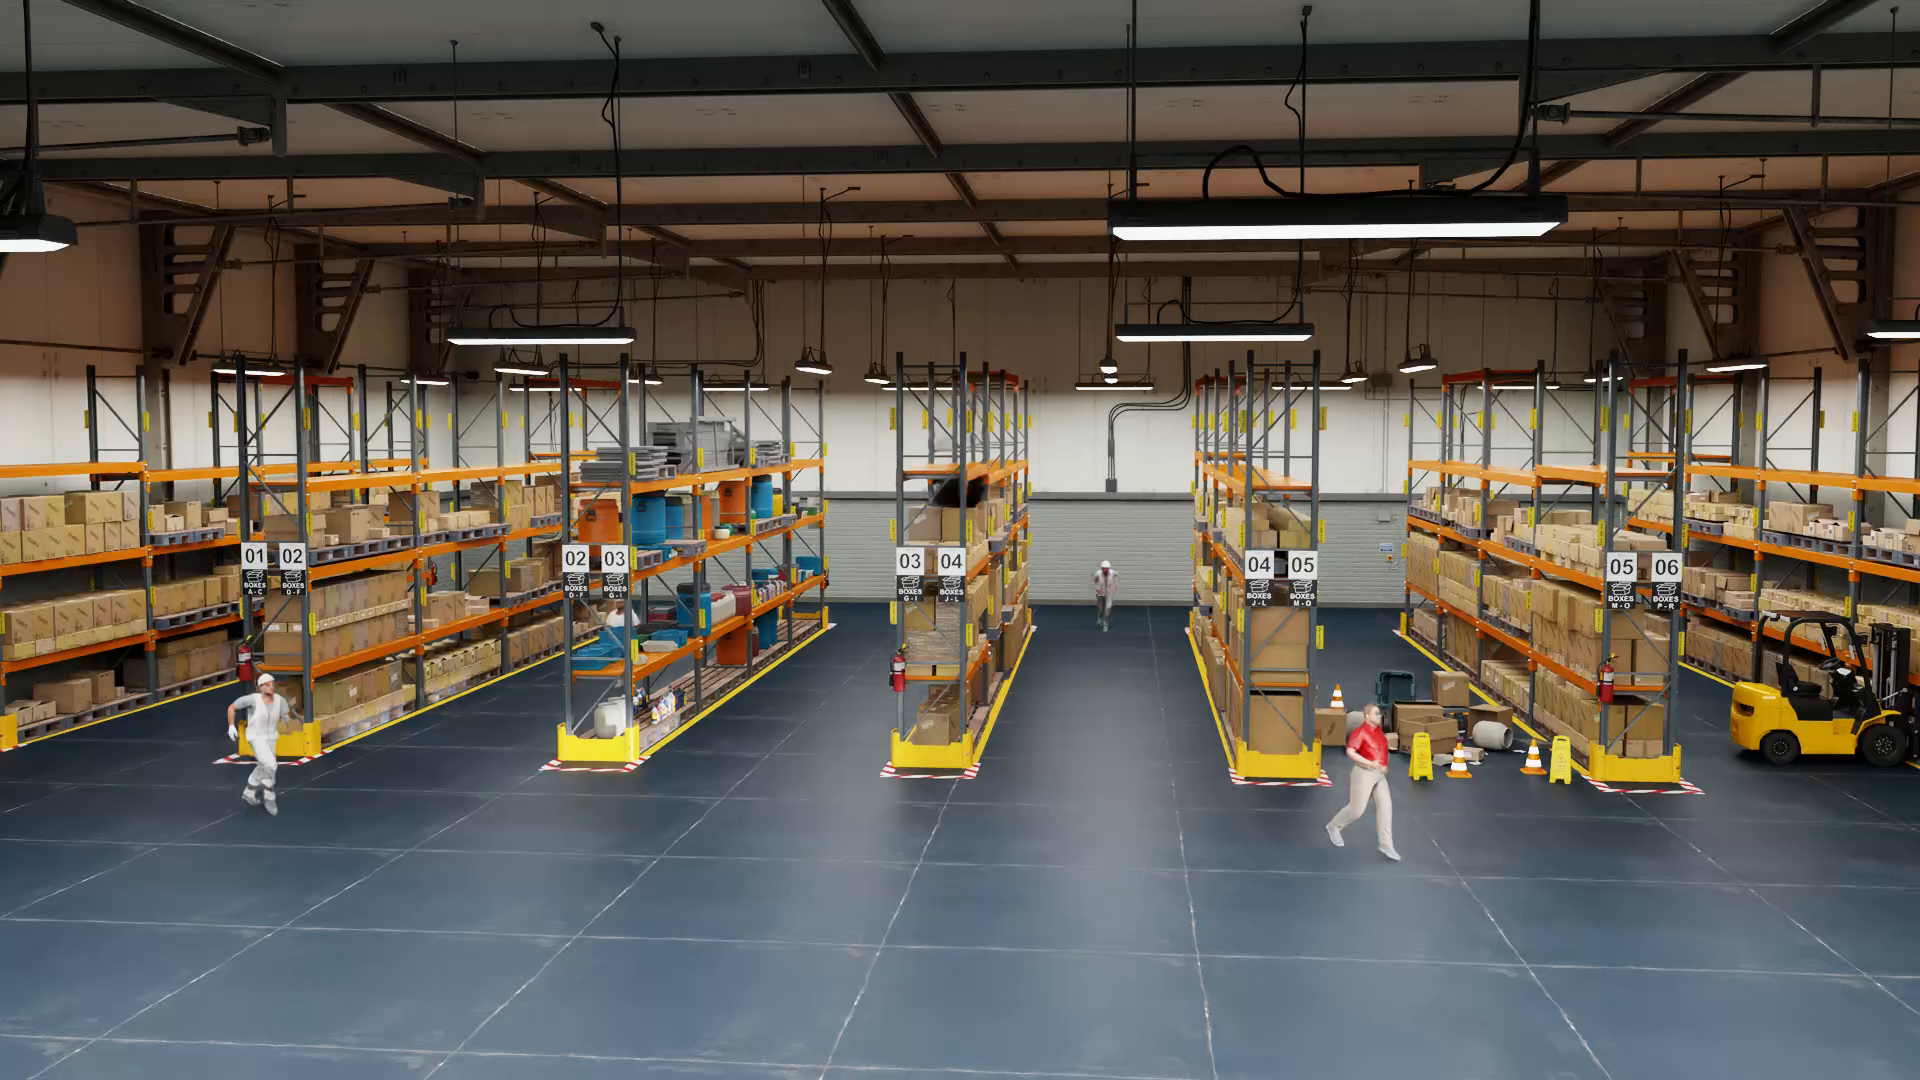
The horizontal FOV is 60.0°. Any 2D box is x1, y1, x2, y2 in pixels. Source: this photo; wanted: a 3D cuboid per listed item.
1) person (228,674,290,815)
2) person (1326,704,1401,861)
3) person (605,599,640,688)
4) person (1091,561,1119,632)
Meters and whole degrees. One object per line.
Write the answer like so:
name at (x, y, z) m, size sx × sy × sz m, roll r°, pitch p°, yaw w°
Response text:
person at (-8.952, 2.601, 21.320) m, size 0.855 × 1.803 × 0.693 m, roll 3°, pitch 5°, yaw 35°
person at (4.754, 2.768, 19.280) m, size 0.703 × 1.732 × 0.994 m, roll -3°, pitch 5°, yaw -37°
person at (-6.403, 1.913, 31.485) m, size 0.702 × 1.726 × 0.598 m, roll 1°, pitch 4°, yaw 11°
person at (3.473, 1.325, 40.038) m, size 0.695 × 1.720 × 1.044 m, roll 0°, pitch 4°, yaw -6°
